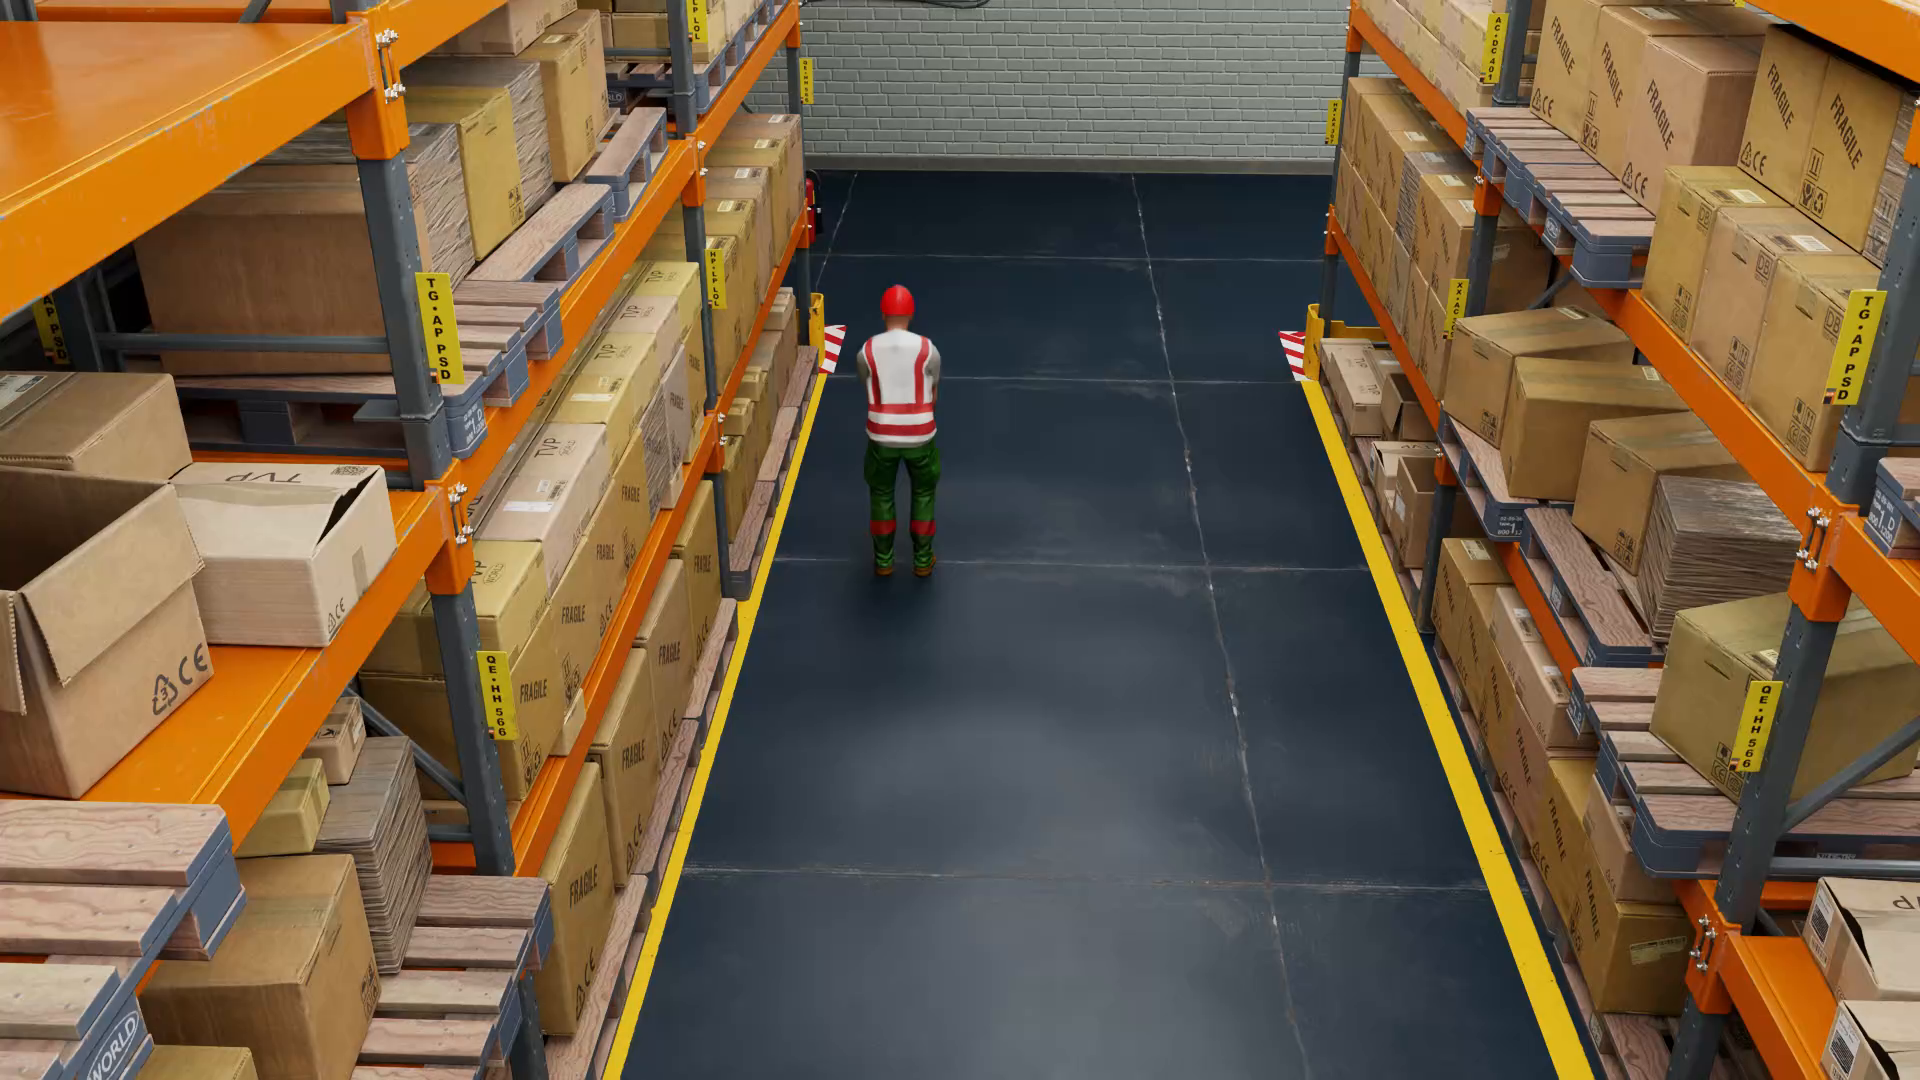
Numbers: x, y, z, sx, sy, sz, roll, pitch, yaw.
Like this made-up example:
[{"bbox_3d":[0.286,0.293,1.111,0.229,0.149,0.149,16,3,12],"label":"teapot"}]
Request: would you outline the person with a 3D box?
[{"bbox_3d":[-0.345,-0.653,9.868,0.469,1.760,0.583,0,28,1],"label":"person"}]
